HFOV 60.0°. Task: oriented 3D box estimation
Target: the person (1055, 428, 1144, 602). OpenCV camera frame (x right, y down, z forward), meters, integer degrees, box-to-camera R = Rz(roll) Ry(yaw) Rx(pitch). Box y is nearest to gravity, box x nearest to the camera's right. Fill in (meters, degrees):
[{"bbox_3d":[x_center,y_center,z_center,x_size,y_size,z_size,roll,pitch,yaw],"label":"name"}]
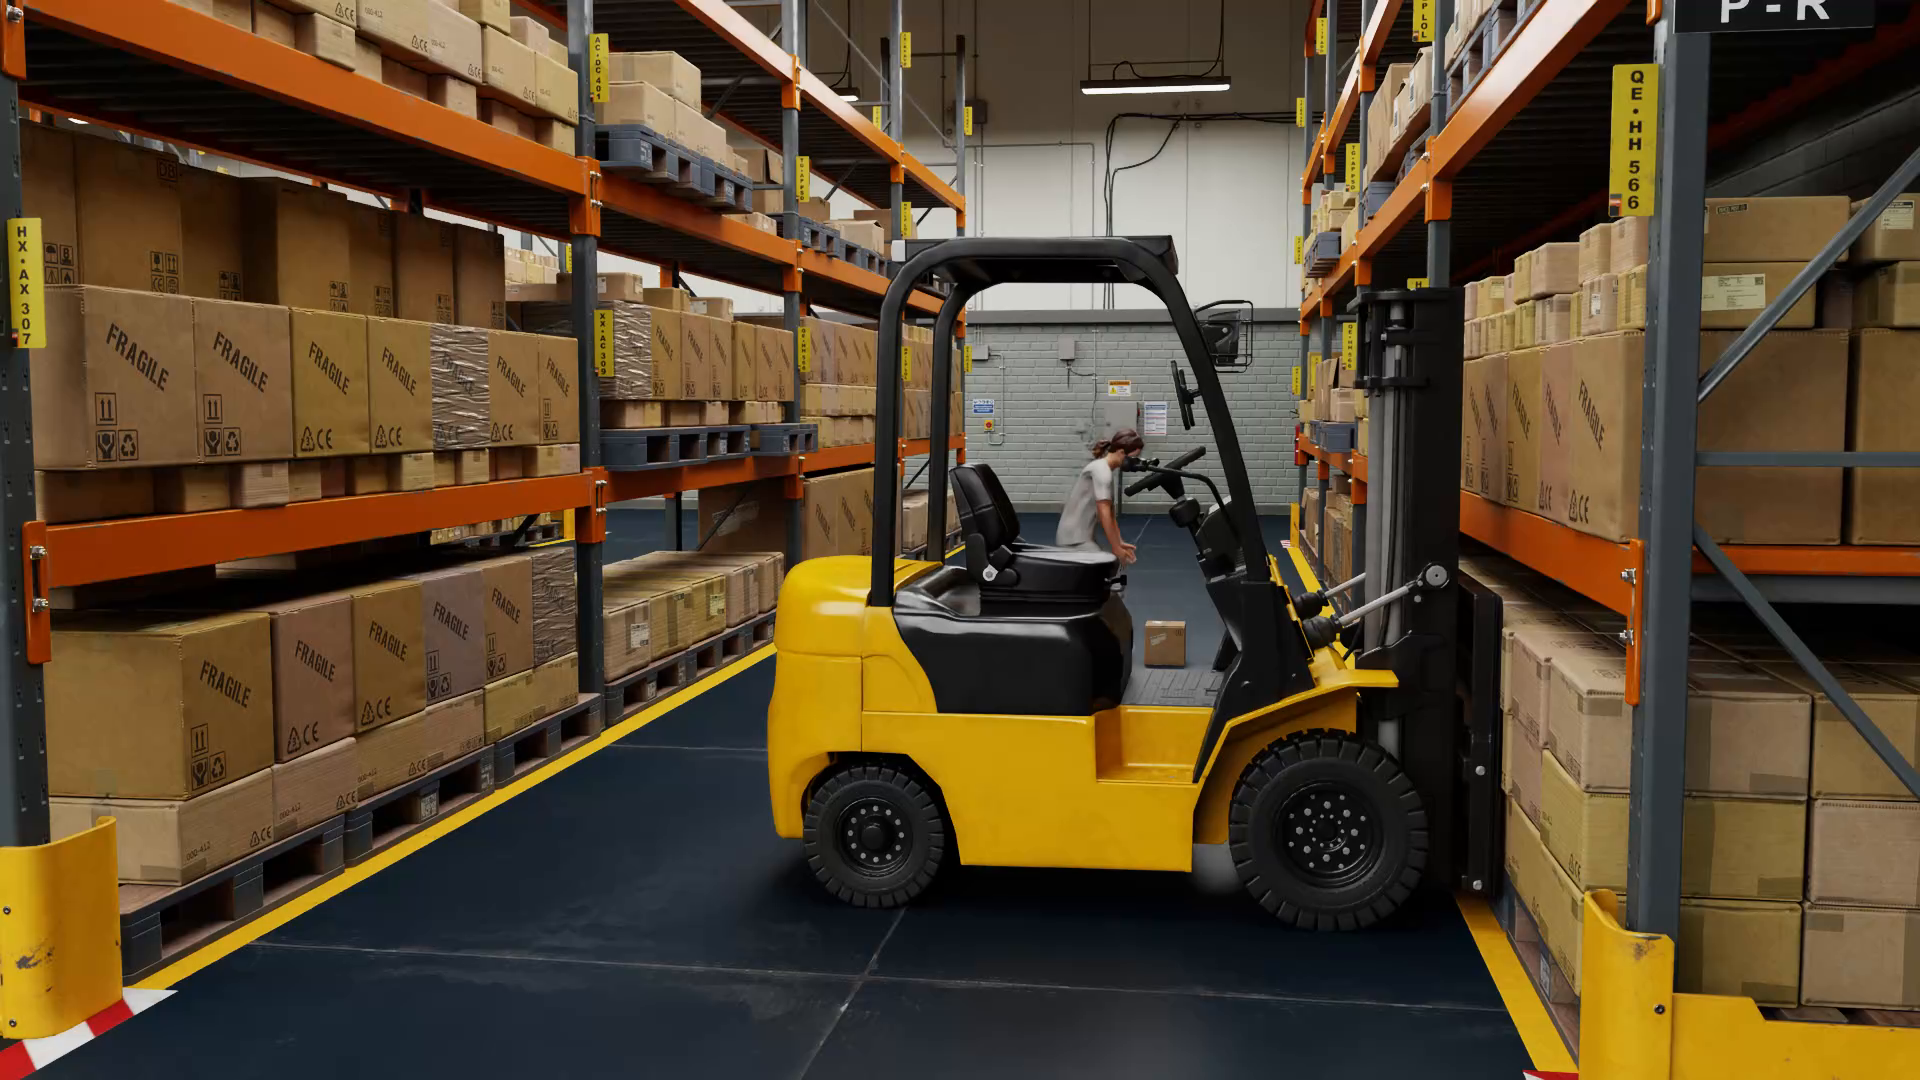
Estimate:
[{"bbox_3d":[0.893,0.033,10.645,0.553,1.493,0.486,1,5,9],"label":"person"}]
